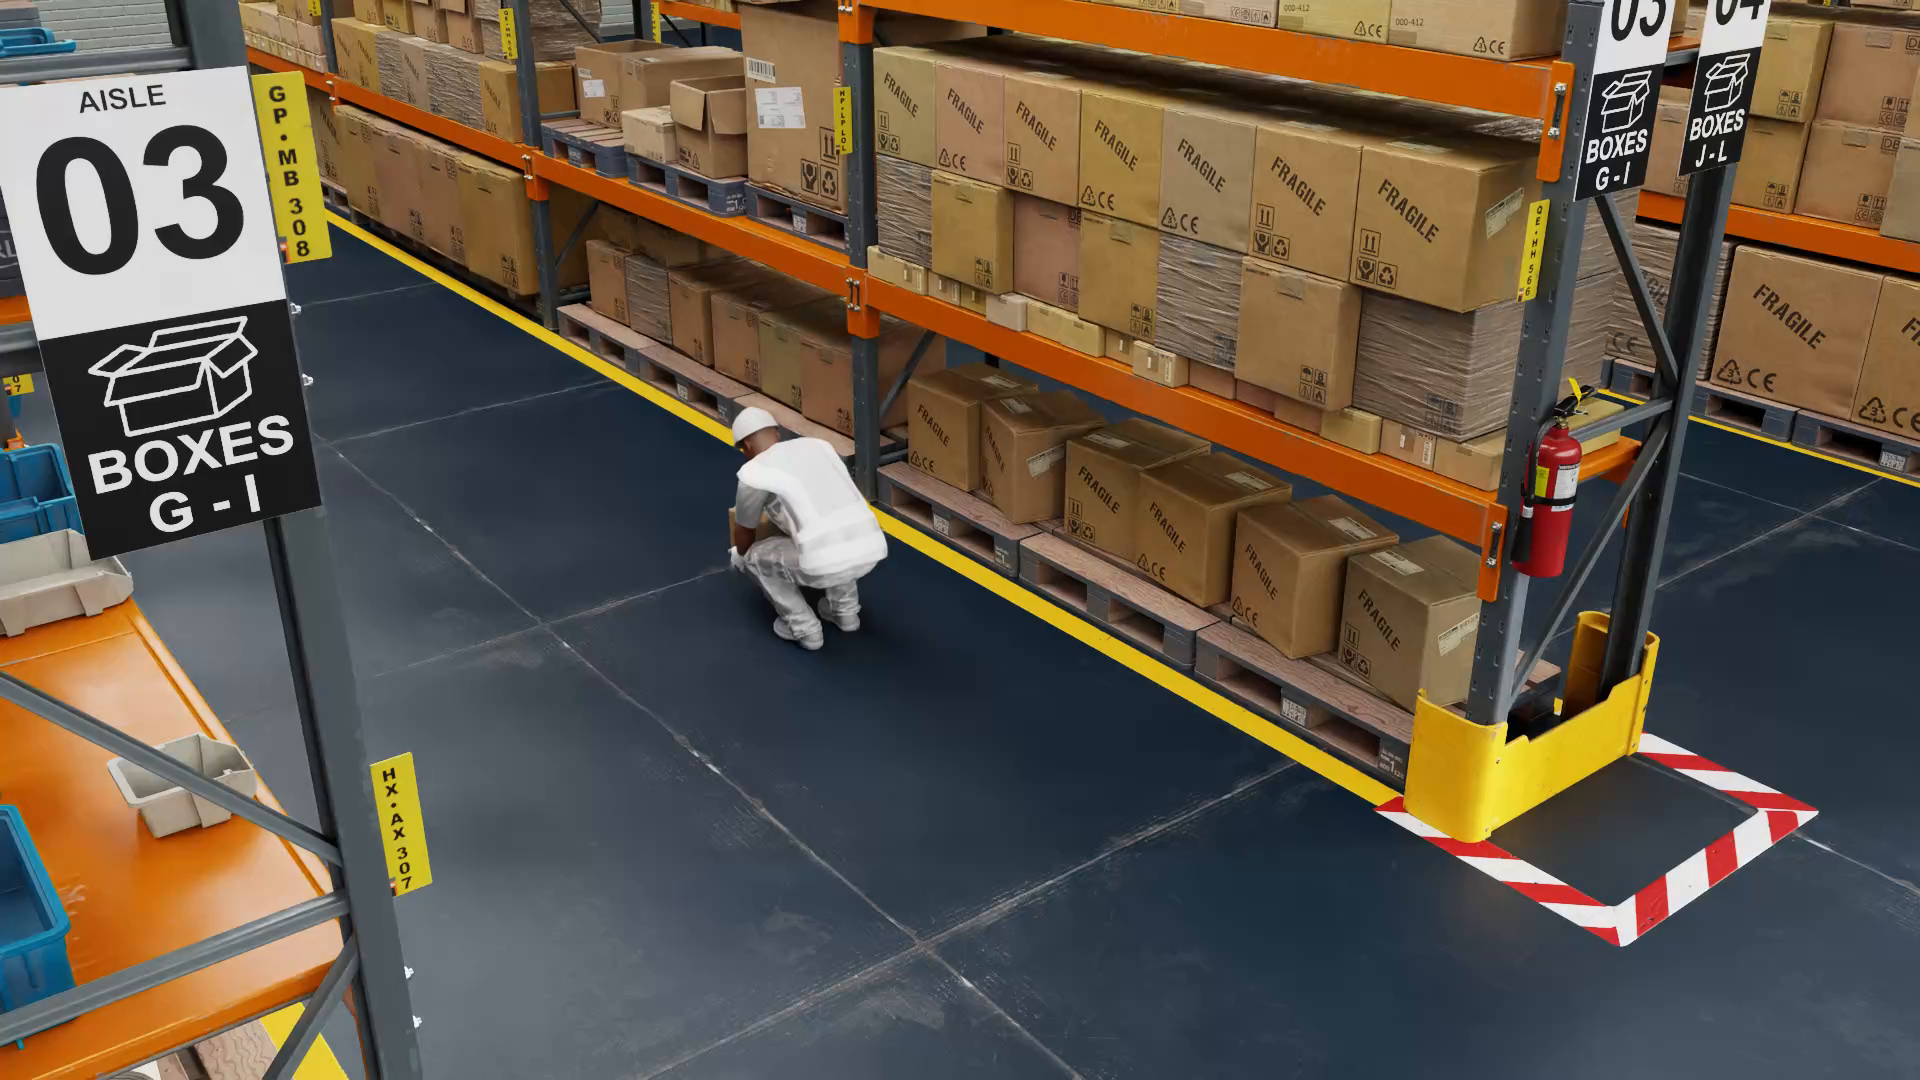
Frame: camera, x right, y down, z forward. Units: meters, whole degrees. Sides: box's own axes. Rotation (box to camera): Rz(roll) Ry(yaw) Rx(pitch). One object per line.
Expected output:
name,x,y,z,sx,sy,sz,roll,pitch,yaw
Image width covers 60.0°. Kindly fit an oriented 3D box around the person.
person,-0.758,-0.064,7.670,0.534,1.006,0.907,-19,30,-35
